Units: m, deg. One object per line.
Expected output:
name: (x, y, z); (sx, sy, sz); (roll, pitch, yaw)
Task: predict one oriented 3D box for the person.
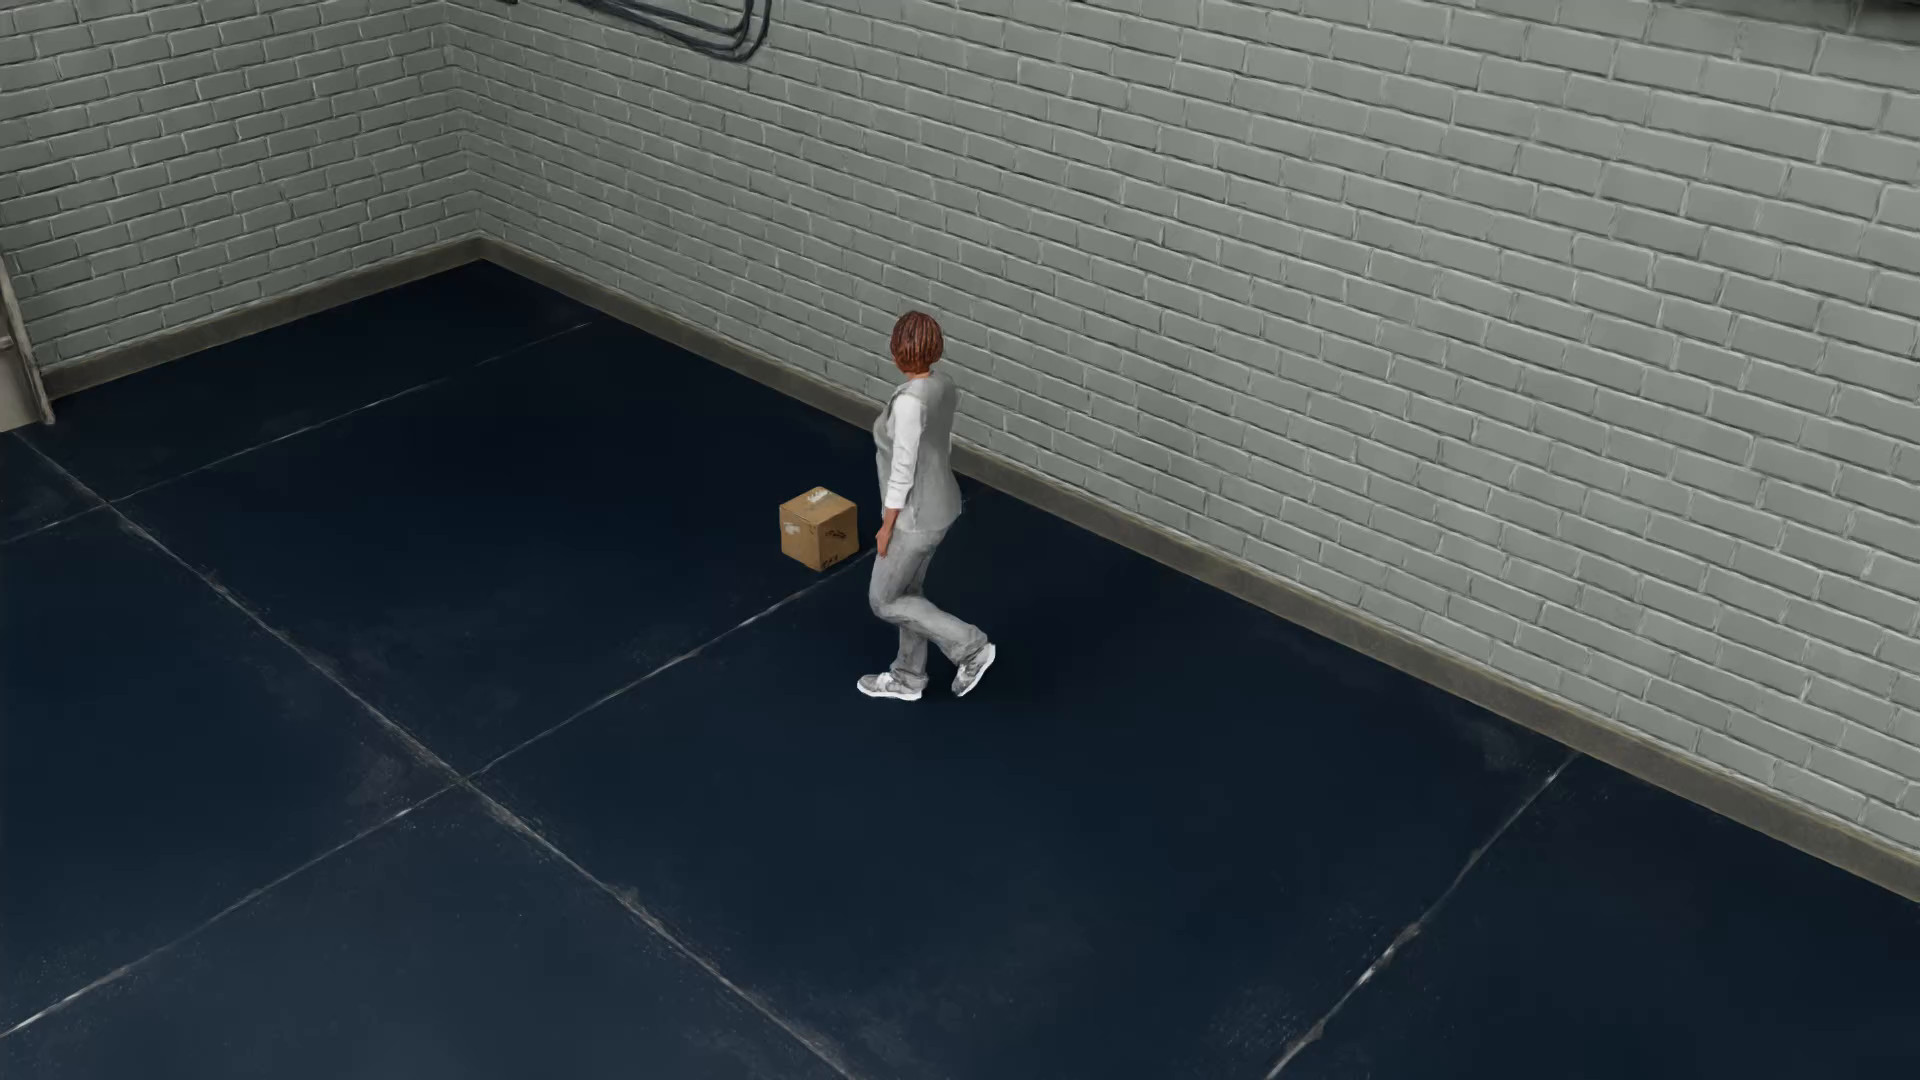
person: (-0.109, -0.080, 6.289); (0.576, 1.570, 0.464); (8, 33, 13)
